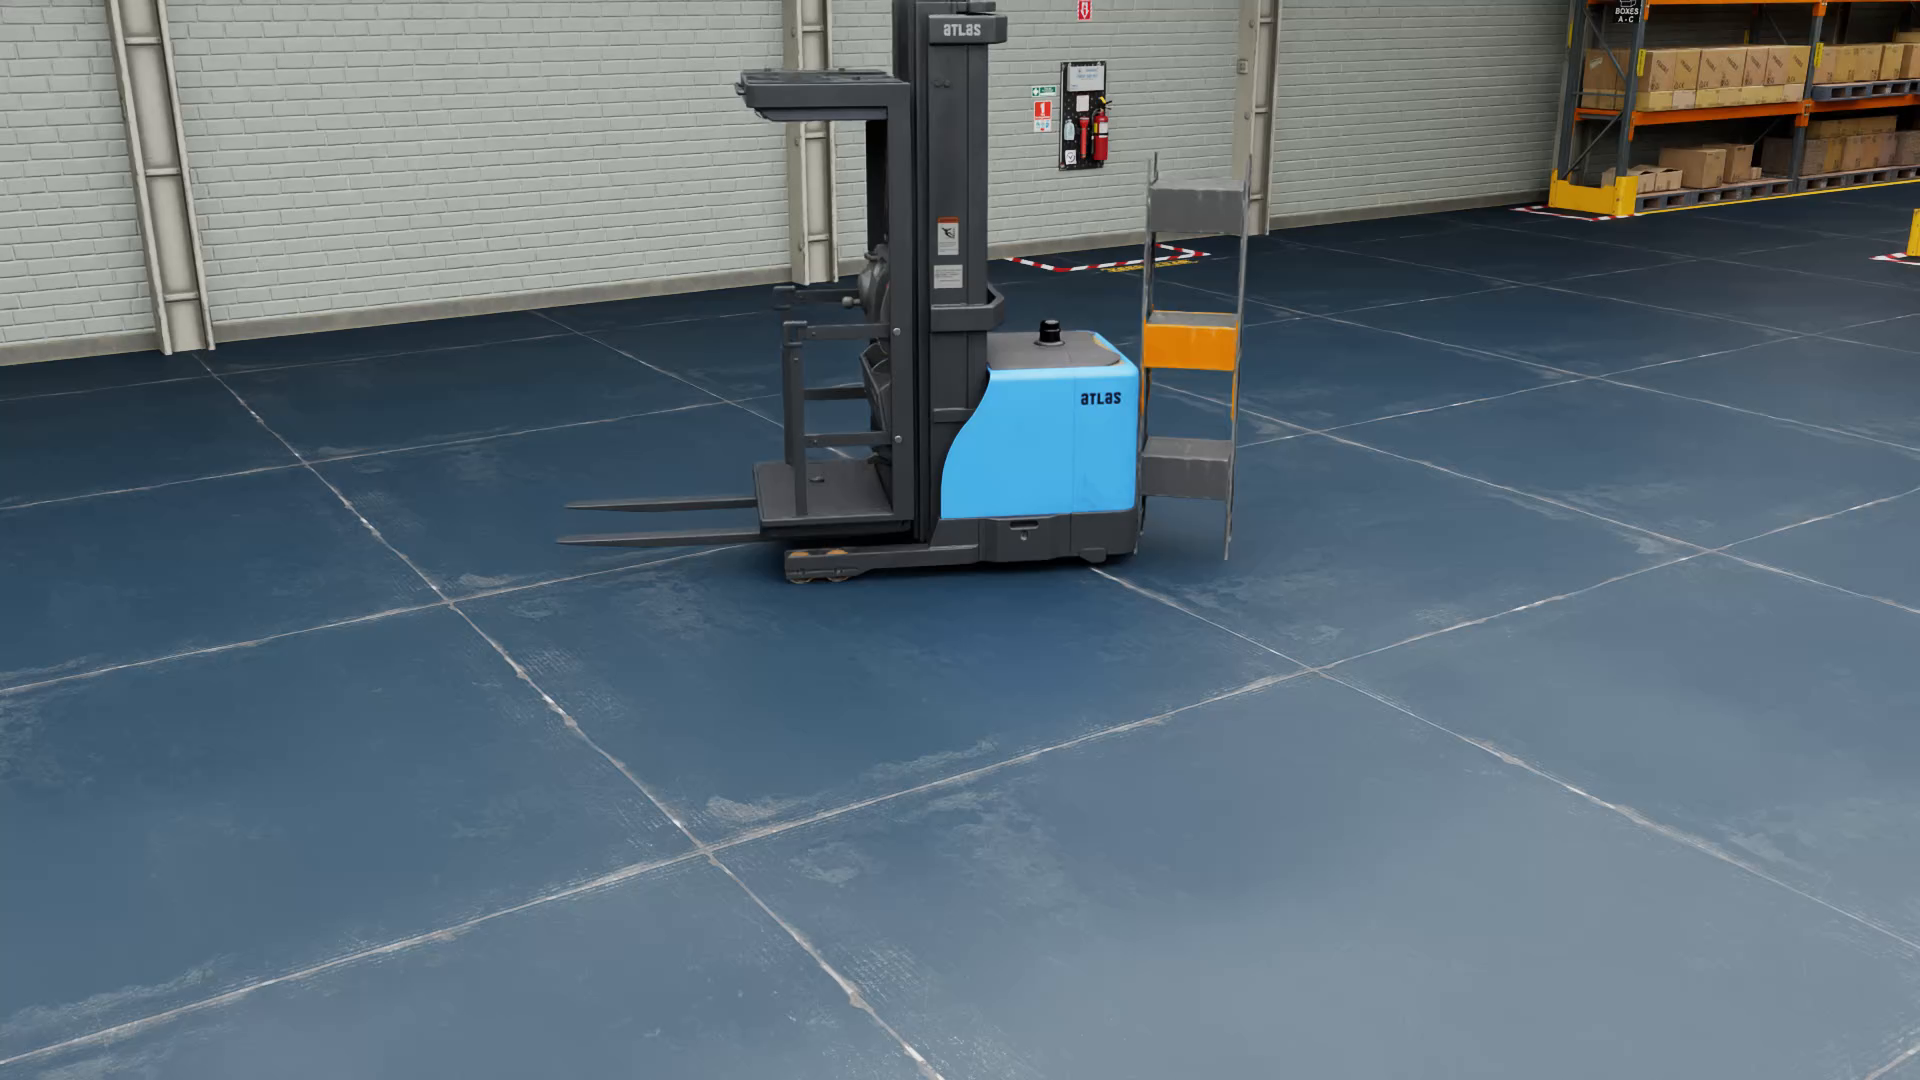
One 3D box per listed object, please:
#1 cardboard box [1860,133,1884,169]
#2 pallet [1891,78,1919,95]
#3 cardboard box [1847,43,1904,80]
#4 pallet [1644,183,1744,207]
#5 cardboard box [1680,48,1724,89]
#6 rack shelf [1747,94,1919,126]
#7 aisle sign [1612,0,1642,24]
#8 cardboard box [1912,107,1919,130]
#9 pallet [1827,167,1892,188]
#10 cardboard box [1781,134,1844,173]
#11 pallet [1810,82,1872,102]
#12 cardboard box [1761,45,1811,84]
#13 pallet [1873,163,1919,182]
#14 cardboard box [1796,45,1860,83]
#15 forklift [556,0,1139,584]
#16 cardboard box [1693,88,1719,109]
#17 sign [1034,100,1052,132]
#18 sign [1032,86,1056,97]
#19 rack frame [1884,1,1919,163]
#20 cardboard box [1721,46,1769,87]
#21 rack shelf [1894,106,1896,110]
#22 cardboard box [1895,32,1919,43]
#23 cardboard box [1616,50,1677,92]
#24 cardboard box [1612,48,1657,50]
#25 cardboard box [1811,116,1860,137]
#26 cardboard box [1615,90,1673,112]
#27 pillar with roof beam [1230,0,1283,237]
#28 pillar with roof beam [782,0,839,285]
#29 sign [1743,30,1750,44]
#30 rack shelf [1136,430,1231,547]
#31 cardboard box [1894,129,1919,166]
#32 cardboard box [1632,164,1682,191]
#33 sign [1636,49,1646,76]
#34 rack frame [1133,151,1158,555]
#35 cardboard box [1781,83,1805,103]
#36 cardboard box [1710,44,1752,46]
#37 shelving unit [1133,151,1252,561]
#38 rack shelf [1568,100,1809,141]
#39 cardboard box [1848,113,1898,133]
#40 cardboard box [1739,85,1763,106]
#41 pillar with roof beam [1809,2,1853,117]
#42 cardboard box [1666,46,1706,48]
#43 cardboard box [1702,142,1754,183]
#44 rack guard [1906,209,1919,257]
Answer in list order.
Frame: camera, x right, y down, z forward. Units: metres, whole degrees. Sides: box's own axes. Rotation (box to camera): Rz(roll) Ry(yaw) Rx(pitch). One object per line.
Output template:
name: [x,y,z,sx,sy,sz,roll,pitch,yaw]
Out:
cardboard box: [13.631,-5.984,25.478,0.500,0.500,0.700,-12,22,-32]
pallet: [14.561,-7.011,25.598,1.003,0.211,1.213,-12,22,-31]
cardboard box: [13.682,-7.200,25.017,0.500,0.500,0.700,-12,22,-31]
pallet: [10.195,-4.886,23.368,1.213,0.211,1.003,-12,22,-31]
cardboard box: [9.833,-6.317,22.280,0.500,0.500,0.500,-13,22,-33]
rack shelf: [13.427,-6.562,25.096,4.000,0.370,1.077,-12,22,-31]
aisle sign: [8.521,-6.985,21.163,0.004,0.787,0.394,-12,22,-31]
cardboard box: [15.784,-6.530,26.579,0.750,0.750,0.750,-12,22,-32]
pallet: [13.426,-5.584,25.431,1.213,0.211,1.003,-12,22,-31]
cardboard box: [12.766,-5.814,24.974,0.500,0.500,0.700,-12,22,-32]
pallet: [12.475,-6.556,24.252,1.213,0.211,1.003,-12,22,-31]
cardboard box: [11.532,-6.679,23.348,0.500,0.500,0.500,-12,22,-32]
pallet: [14.444,-5.797,26.063,1.213,0.211,1.003,-12,22,-31]
cardboard box: [12.671,-6.984,24.376,0.500,0.500,0.700,-9,21,-26]
forklift: [-0.624,-1.343,8.640,3.031,2.935,1.130,-3,19,-8]
cardboard box: [9.853,-5.969,22.421,0.500,0.250,0.500,-12,22,-32]
sign: [0.911,-4.666,18.308,0.234,0.329,0.001,-12,22,-31]
sign: [0.919,-4.916,18.218,0.331,0.109,0.001,-12,22,-31]
rack frame: [15.098,-7.255,26.022,0.127,3.000,1.000,-12,22,-31]
cardboard box: [10.692,-6.503,22.830,0.500,0.500,0.500,-13,22,-33]
rack shelf: [16.768,-7.267,27.180,4.000,0.370,1.077,-12,22,-31]
cardboard box: [14.565,-7.689,25.449,0.250,0.149,0.380,-17,25,-40]
cardboard box: [8.980,-6.144,21.766,0.500,0.500,0.500,-12,22,-31]
cardboard box: [9.119,-6.366,22.423,0.500,0.500,0.500,-12,22,-31]
cardboard box: [13.161,-6.236,25.051,0.500,0.250,0.500,-13,22,-33]
cardboard box: [8.998,-5.786,21.878,0.500,0.250,0.500,-13,22,-33]
pillar with roof beam: [5.882,-6.835,15.411,0.400,9.000,9.100,-12,22,-31]
pillar with roof beam: [0.871,-5.778,12.284,0.400,9.000,9.100,-12,22,-31]
sign: [11.449,-7.247,24.190,0.005,0.325,0.100,-12,22,-31]
rack shelf: [1.227,-0.285,9.036,0.480,0.518,0.431,4,19,11]
cardboard box: [14.525,-6.139,25.936,0.500,0.500,0.700,-12,22,-31]
cardboard box: [9.520,-4.979,22.801,0.500,0.311,0.500,-10,21,-27]
sign: [8.715,-6.111,21.287,0.005,0.325,0.100,-12,22,-31]
rack frame: [0.988,-0.978,8.857,0.015,2.100,0.400,4,19,11]
cardboard box: [11.528,-6.325,23.473,0.500,0.250,0.500,-12,22,-31]
cardboard box: [10.815,-6.728,23.493,0.500,0.500,0.500,-12,22,-32]
shelving unit: [1.227,-0.962,8.810,0.503,2.100,0.431,4,19,11]
rack shelf: [10.086,-5.858,23.012,4.000,0.370,1.077,-12,22,-31]
cardboard box: [14.014,-6.411,25.569,0.500,0.250,0.500,-11,22,-30]
cardboard box: [10.696,-6.147,22.945,0.500,0.250,0.500,-12,22,-32]
pillar with roof beam: [15.904,-8.948,21.663,0.400,9.000,9.100,-12,22,-31]
cardboard box: [9.969,-6.547,22.958,0.500,0.500,0.500,-12,22,-31]
cardboard box: [10.912,-5.382,23.696,0.500,0.500,0.500,-14,23,-35]
rack guard: [11.124,-3.334,18.325,0.348,0.500,1.175,-12,22,-31]
